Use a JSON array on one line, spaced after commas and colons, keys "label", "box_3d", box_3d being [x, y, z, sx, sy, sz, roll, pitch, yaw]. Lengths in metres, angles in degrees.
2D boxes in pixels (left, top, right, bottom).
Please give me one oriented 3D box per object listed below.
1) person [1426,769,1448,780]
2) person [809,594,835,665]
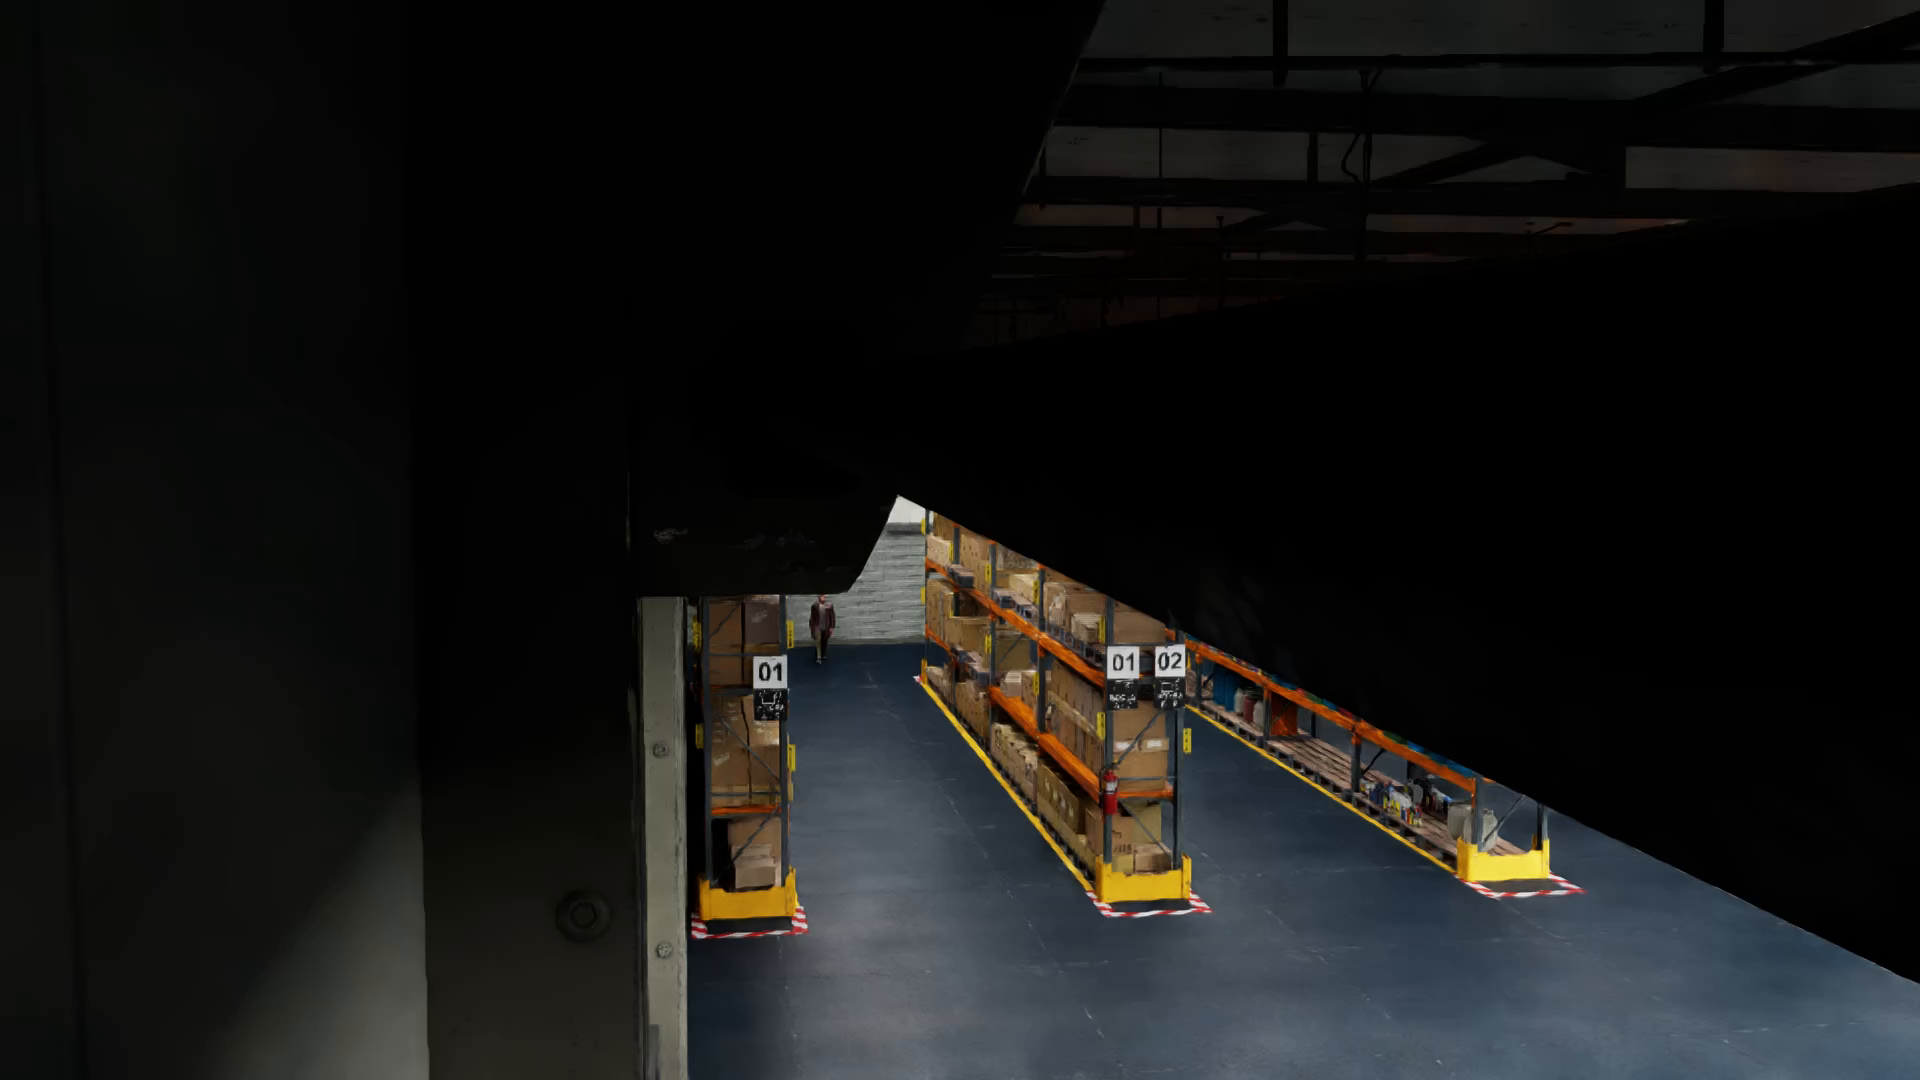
[{"label": "person", "box_3d": [7.929, 3.139, 27.192, 0.598, 1.619, 0.507, -1, 5, -11]}, {"label": "person", "box_3d": [-3.223, 2.037, 38.977, 0.581, 1.700, 1.193, -1, 5, -12]}]
